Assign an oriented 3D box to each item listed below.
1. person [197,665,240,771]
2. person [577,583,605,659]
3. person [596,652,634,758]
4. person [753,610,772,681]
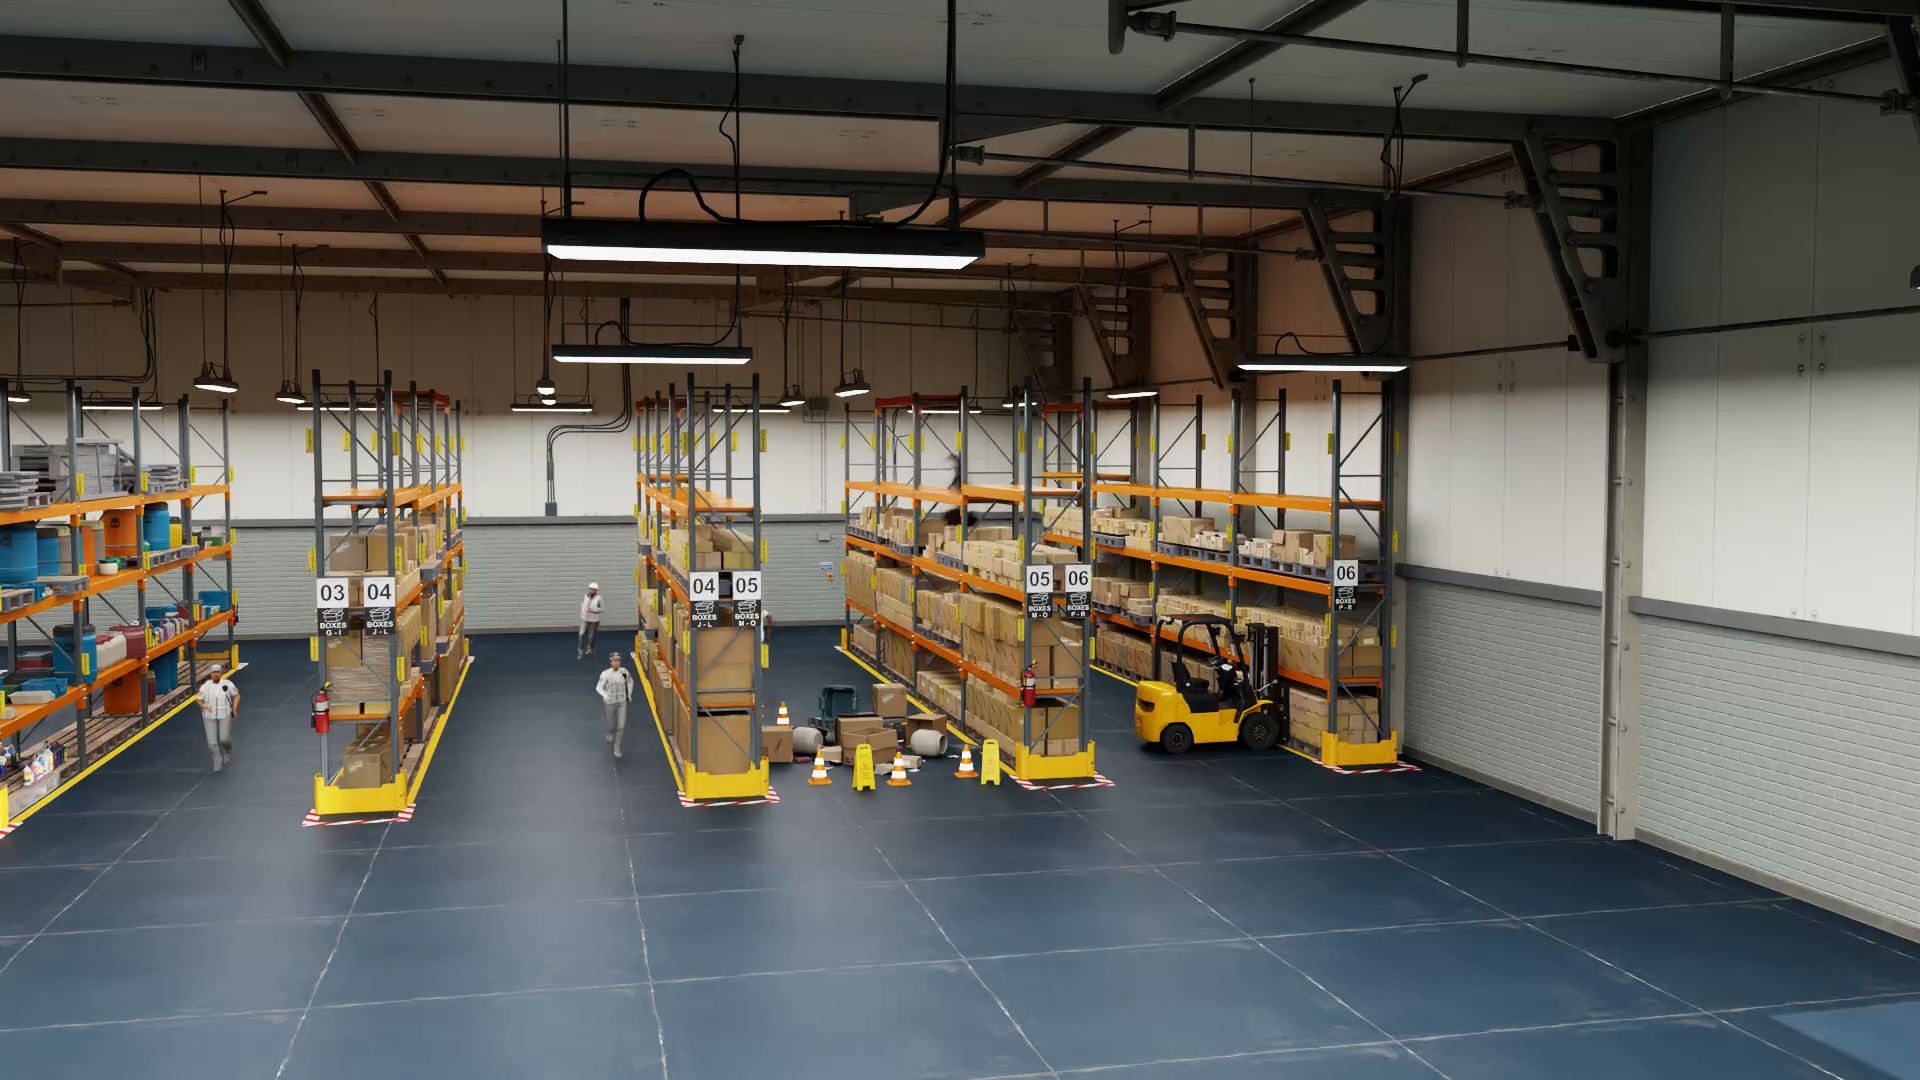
[{"bbox_3d":[-11.354,2.723,25.453,0.599,1.628,0.532,-1,3,-19],"label":"person"},{"bbox_3d":[-8.593,1.901,38.948,0.650,1.828,0.713,0,3,6],"label":"person"},{"bbox_3d":[-5.561,2.639,26.881,0.627,1.696,0.762,-1,4,-21],"label":"person"},{"bbox_3d":[-4.332,2.108,35.099,0.682,1.701,0.909,-1,3,-14],"label":"person"}]
